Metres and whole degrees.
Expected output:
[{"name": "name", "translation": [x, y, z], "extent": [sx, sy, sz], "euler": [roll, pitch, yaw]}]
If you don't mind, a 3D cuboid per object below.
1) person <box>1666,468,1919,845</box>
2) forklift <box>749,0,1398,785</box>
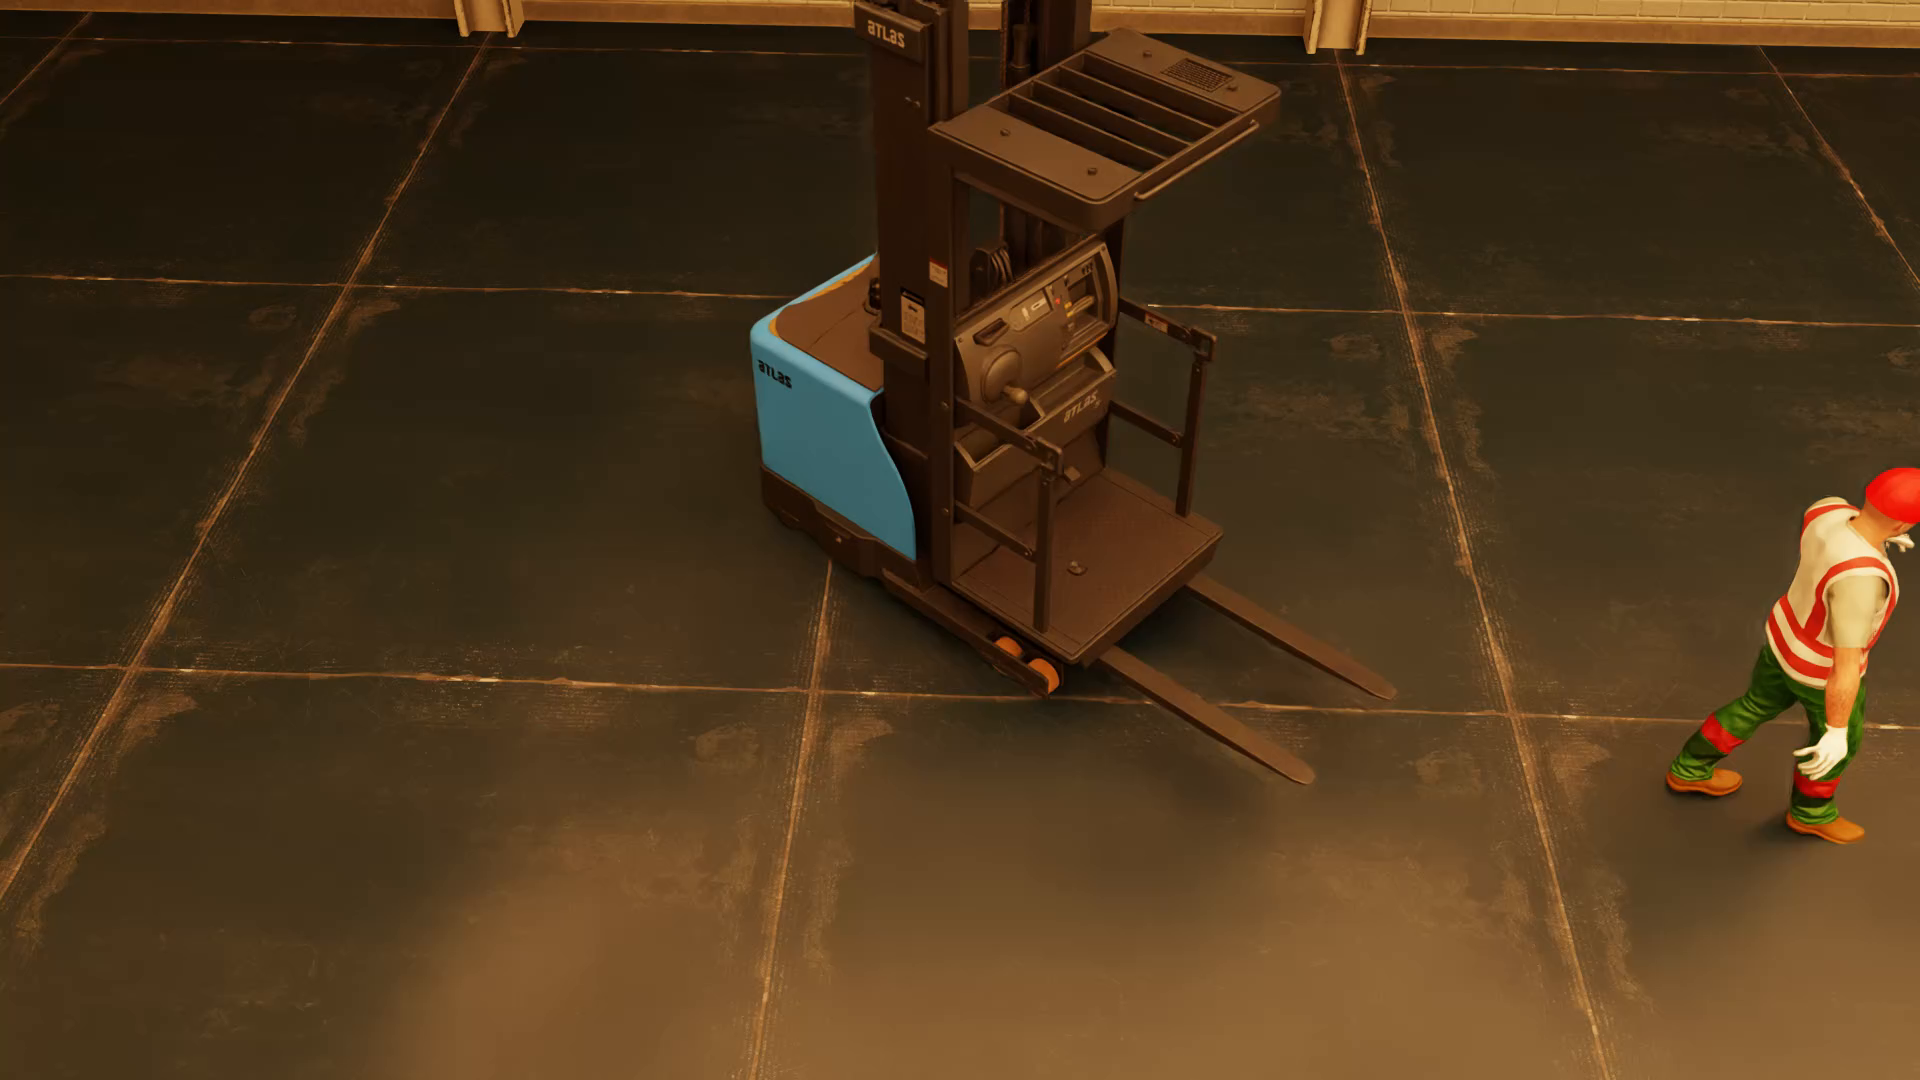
[{"name": "person", "translation": [3.245, 0.453, 6.132], "extent": [0.731, 1.766, 1.011], "euler": [2, 42, 2]}, {"name": "forklift", "translation": [0.474, -0.808, 6.628], "extent": [3.031, 2.935, 1.130], "euler": [32, 51, 30]}]
